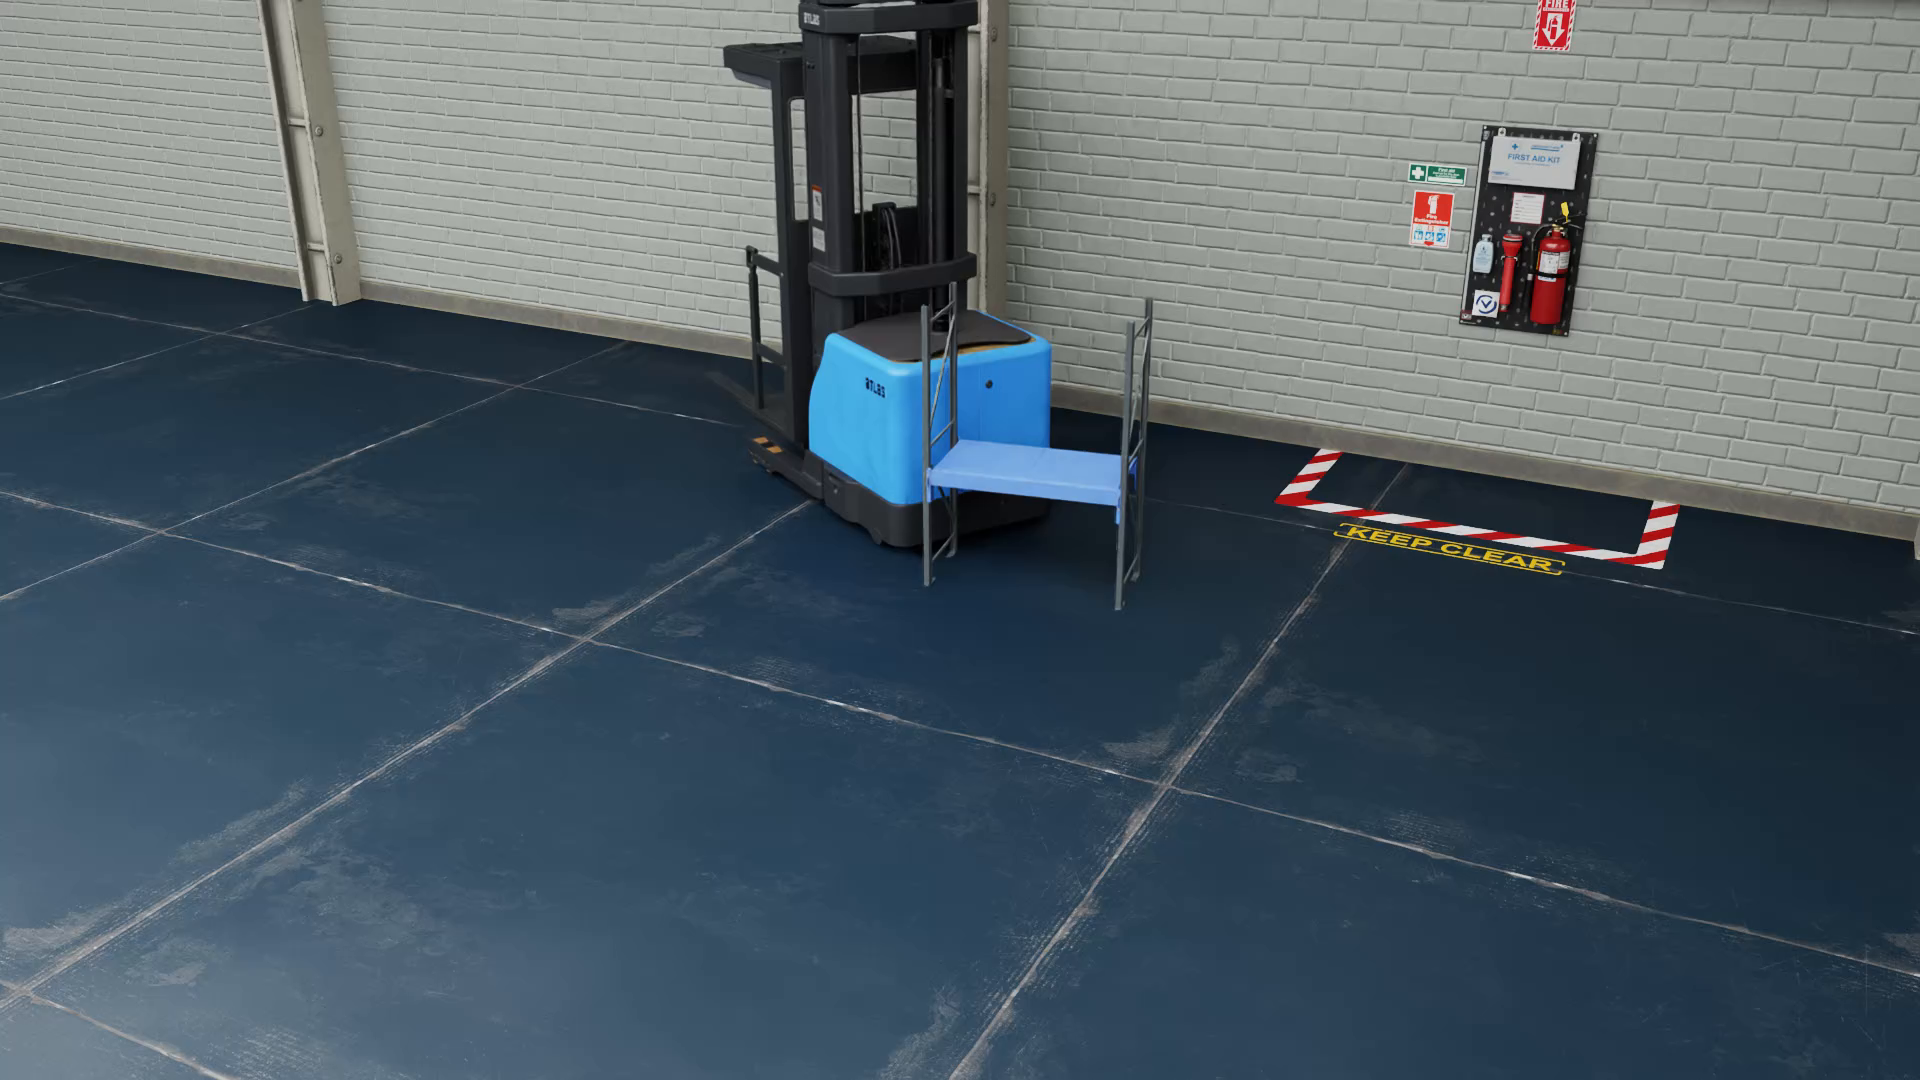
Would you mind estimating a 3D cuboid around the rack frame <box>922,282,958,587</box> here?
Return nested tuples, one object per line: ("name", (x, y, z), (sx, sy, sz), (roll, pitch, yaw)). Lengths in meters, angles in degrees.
("rack frame", (-0.100, -0.539, 8.602), (0.032, 1.500, 0.500), (7, 24, 16))

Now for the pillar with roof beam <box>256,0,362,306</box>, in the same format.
("pillar with roof beam", (-7.229, -4.672, 8.738), (0.400, 9.000, 9.100), (11, 25, 25))

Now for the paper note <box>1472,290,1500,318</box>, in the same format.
("paper note", (3.108, -1.396, 9.825), (0.142, 0.148, 0.016), (11, 25, 25))

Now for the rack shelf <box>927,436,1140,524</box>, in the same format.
("rack shelf", (0.386, -0.316, 8.535), (1.000, 0.185, 0.538), (7, 24, 16))

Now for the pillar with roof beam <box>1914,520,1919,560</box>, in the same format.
("pillar with roof beam", (3.480, -2.553, 3.755), (0.400, 9.000, 9.100), (11, 25, 25))

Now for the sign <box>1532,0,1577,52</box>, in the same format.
("sign", (3.272, -2.849, 9.153), (0.199, 0.298, 0.001), (11, 25, 25))

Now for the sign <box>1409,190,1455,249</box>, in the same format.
("sign", (2.787, -1.896, 9.829), (0.234, 0.329, 0.001), (11, 25, 25))

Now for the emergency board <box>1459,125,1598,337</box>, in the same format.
("emergency board", (3.234, -1.746, 9.522), (0.643, 1.169, 0.194), (11, 25, 25))

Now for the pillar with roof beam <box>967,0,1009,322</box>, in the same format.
("pillar with roof beam", (-1.874, -3.613, 6.246), (0.400, 9.000, 9.100), (11, 25, 25))

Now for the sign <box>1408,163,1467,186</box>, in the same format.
("sign", (2.788, -2.136, 9.716), (0.331, 0.109, 0.001), (11, 25, 25))

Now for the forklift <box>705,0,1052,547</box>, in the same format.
("forklift", (-0.674, -1.842, 9.836), (1.130, 2.935, 3.031), (-13, 26, -28))

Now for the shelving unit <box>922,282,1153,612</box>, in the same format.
("shelving unit", (0.386, -0.481, 8.465), (1.048, 1.500, 0.538), (7, 24, 16))

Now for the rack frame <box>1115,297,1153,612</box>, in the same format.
("rack frame", (0.872, -0.423, 8.328), (0.032, 1.500, 0.500), (7, 24, 16))
